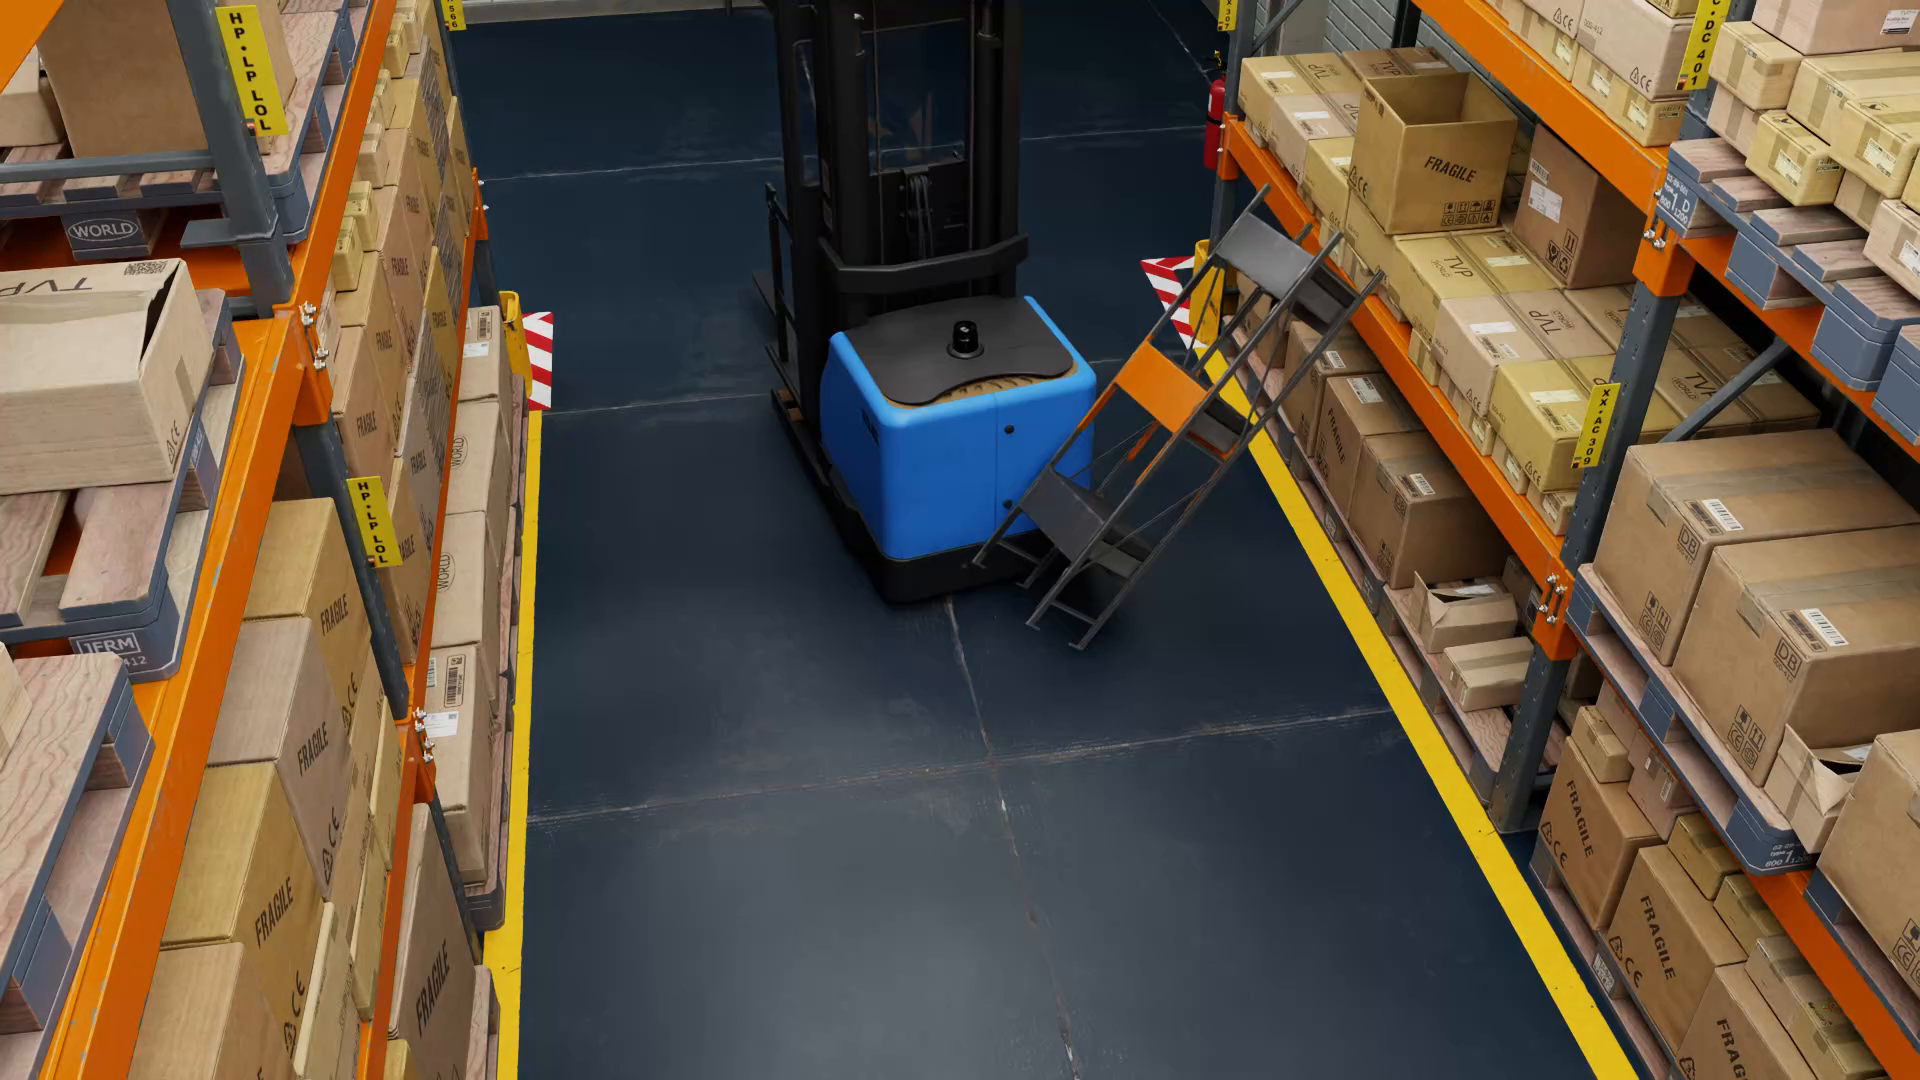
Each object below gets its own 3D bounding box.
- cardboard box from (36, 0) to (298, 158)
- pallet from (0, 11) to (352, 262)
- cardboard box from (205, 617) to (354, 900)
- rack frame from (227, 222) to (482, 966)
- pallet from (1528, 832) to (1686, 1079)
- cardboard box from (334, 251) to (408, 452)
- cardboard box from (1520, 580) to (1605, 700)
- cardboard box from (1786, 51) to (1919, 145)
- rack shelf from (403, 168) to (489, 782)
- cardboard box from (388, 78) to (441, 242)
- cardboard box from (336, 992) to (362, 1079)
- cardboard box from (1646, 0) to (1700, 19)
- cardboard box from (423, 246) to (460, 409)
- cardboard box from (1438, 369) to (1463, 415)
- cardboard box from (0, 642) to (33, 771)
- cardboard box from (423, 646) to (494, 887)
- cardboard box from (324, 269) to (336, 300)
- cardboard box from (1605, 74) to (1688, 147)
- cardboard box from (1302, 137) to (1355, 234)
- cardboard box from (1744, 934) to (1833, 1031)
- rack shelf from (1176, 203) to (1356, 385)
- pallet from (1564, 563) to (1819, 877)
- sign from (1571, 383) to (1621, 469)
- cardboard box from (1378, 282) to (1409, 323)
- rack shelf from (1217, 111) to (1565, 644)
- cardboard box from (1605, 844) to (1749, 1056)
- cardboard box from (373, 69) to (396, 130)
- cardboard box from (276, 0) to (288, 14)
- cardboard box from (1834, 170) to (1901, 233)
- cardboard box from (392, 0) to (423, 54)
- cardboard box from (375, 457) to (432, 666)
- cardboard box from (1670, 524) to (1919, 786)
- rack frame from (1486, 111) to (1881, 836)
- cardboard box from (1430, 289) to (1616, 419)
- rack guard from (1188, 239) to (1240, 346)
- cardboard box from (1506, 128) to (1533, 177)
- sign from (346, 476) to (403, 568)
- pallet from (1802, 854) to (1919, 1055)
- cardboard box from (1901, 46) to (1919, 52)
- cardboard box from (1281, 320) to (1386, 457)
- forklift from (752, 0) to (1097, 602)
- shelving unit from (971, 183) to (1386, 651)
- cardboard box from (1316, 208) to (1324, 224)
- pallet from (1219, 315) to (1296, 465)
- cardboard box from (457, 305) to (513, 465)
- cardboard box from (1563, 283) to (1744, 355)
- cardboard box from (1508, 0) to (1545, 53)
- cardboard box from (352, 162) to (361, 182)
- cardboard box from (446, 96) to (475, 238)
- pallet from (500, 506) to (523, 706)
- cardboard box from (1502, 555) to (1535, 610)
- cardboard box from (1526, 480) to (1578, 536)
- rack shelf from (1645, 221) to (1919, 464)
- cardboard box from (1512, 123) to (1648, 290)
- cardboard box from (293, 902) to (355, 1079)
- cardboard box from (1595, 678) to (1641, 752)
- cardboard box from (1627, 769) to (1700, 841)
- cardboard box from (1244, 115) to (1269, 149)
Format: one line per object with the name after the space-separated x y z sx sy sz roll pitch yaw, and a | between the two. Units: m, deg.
-2.152 -1.367 4.514 0.500 0.500 0.500 -6 38 -7 | cardboard box
-2.389 -1.204 4.882 1.003 0.211 1.213 -6 38 -8 | pallet
-1.832 0.561 4.086 0.500 0.500 0.500 -6 38 -7 | cardboard box
-2.256 0.441 5.138 1.000 3.000 0.127 -6 38 -8 | rack frame
2.810 1.493 6.056 1.003 0.211 1.213 -6 38 -8 | pallet
-2.183 -0.613 5.598 0.500 0.500 0.500 -7 38 -9 | cardboard box
2.747 0.376 7.070 0.500 0.311 0.500 -5 38 -6 | cardboard box
2.368 -1.123 4.243 0.380 0.149 0.250 -6 38 -7 | cardboard box
-2.606 -0.483 6.913 1.077 0.370 4.000 -6 38 -8 | rack shelf
-2.434 -1.532 6.781 0.500 0.500 0.500 -6 38 -8 | cardboard box
-1.771 1.358 4.079 0.500 0.250 0.500 -7 38 -9 | cardboard box
2.305 -1.815 5.068 0.500 0.250 0.500 -6 38 -8 | cardboard box
-2.335 -0.827 6.688 0.500 0.500 0.500 -5 38 -7 | cardboard box
2.170 -0.632 6.724 0.380 0.149 0.250 -5 38 -7 | cardboard box
-1.776 0.309 2.711 0.380 0.166 0.250 -3 38 -4 | cardboard box
-2.260 0.896 6.298 0.875 0.438 0.875 -7 38 -9 | cardboard box
-2.203 -0.771 5.273 0.380 0.149 0.250 -7 38 -9 | cardboard box
2.277 -1.366 5.223 0.380 0.149 0.250 -6 38 -8 | cardboard box
1.924 -1.656 7.717 0.500 0.250 0.500 -7 38 -9 | cardboard box
2.681 1.347 5.138 0.380 0.149 0.250 -6 38 -8 | cardboard box
1.340 -1.047 7.154 0.431 0.518 0.480 26 16 -44 | rack shelf
2.663 0.475 5.250 1.003 0.211 1.213 -6 38 -8 | pallet
2.098 -0.374 5.481 0.100 0.325 0.005 -6 38 -8 | sign
2.073 -1.096 7.320 0.380 0.149 0.250 -6 38 -8 | cardboard box
2.280 -1.019 7.603 1.077 0.370 4.000 -6 38 -8 | rack shelf
2.597 1.363 5.646 0.500 0.500 0.500 -7 38 -9 | cardboard box
-2.419 -1.706 6.475 0.380 0.149 0.250 -5 38 -7 | cardboard box
-2.524 -1.801 5.070 0.797 0.503 0.637 -3 38 -4 | cardboard box
2.444 -0.860 4.148 0.380 0.149 0.250 -6 38 -8 | cardboard box
-2.500 -2.173 7.077 0.380 0.149 0.250 -7 38 -8 | cardboard box
-2.080 0.090 5.508 0.500 0.500 0.500 -5 38 -6 | cardboard box
2.586 0.328 4.859 0.700 0.500 0.500 -6 38 -7 | cardboard box
2.631 -0.095 5.828 1.000 3.000 0.127 -6 38 -8 | rack frame
2.199 -0.736 6.532 0.500 0.250 0.500 -6 38 -8 | cardboard box
1.943 -1.478 9.645 1.175 0.500 0.348 -6 38 -8 | rack guard
2.443 -1.709 7.785 0.500 0.250 0.500 -5 38 -7 | cardboard box
-1.723 -0.049 4.889 0.100 0.325 0.005 -6 38 -8 | sign
2.986 1.222 4.288 1.003 0.211 1.213 -6 38 -8 | pallet
2.798 -1.335 4.517 0.380 0.149 0.250 -7 38 -9 | cardboard box
2.055 -0.790 8.417 0.700 0.500 0.500 -5 38 -6 | cardboard box
-0.372 -1.779 8.050 1.130 2.935 3.031 -13 40 -16 | forklift
0.928 -0.515 7.290 0.431 2.100 0.503 26 16 -44 | shelving unit
1.923 -1.561 7.920 0.380 0.149 0.250 -6 38 -7 | cardboard box
2.083 -0.883 9.114 1.003 0.211 1.213 -6 38 -8 | pallet
-2.743 -0.741 8.405 0.875 0.438 0.875 -7 38 -9 | cardboard box
2.715 -0.784 6.594 0.500 0.250 0.500 -7 38 -8 | cardboard box
2.160 -1.826 5.816 0.380 0.149 0.250 -6 38 -8 | cardboard box
-2.329 -1.234 5.869 0.380 0.149 0.250 -6 38 -8 | cardboard box
-2.612 -1.752 7.878 0.500 0.500 0.500 -6 38 -8 | cardboard box
-2.529 0.336 7.546 1.003 0.211 1.213 -6 38 -8 | pallet
2.671 0.178 7.457 0.380 0.149 0.250 -7 38 -9 | cardboard box
2.326 -0.162 6.118 0.380 0.149 0.250 -6 38 -7 | cardboard box
2.981 0.212 3.573 1.077 0.370 4.000 -6 38 -8 | rack shelf
2.631 -1.378 6.747 0.500 0.500 0.500 -7 38 -9 | cardboard box
-1.747 1.156 3.932 0.500 0.250 0.500 -5 38 -7 | cardboard box
2.491 0.591 5.868 0.380 0.149 0.250 -7 38 -9 | cardboard box
2.556 0.874 5.746 0.380 0.149 0.250 -7 38 -9 | cardboard box
1.717 -2.184 8.721 0.380 0.149 0.250 -7 38 -8 | cardboard box
